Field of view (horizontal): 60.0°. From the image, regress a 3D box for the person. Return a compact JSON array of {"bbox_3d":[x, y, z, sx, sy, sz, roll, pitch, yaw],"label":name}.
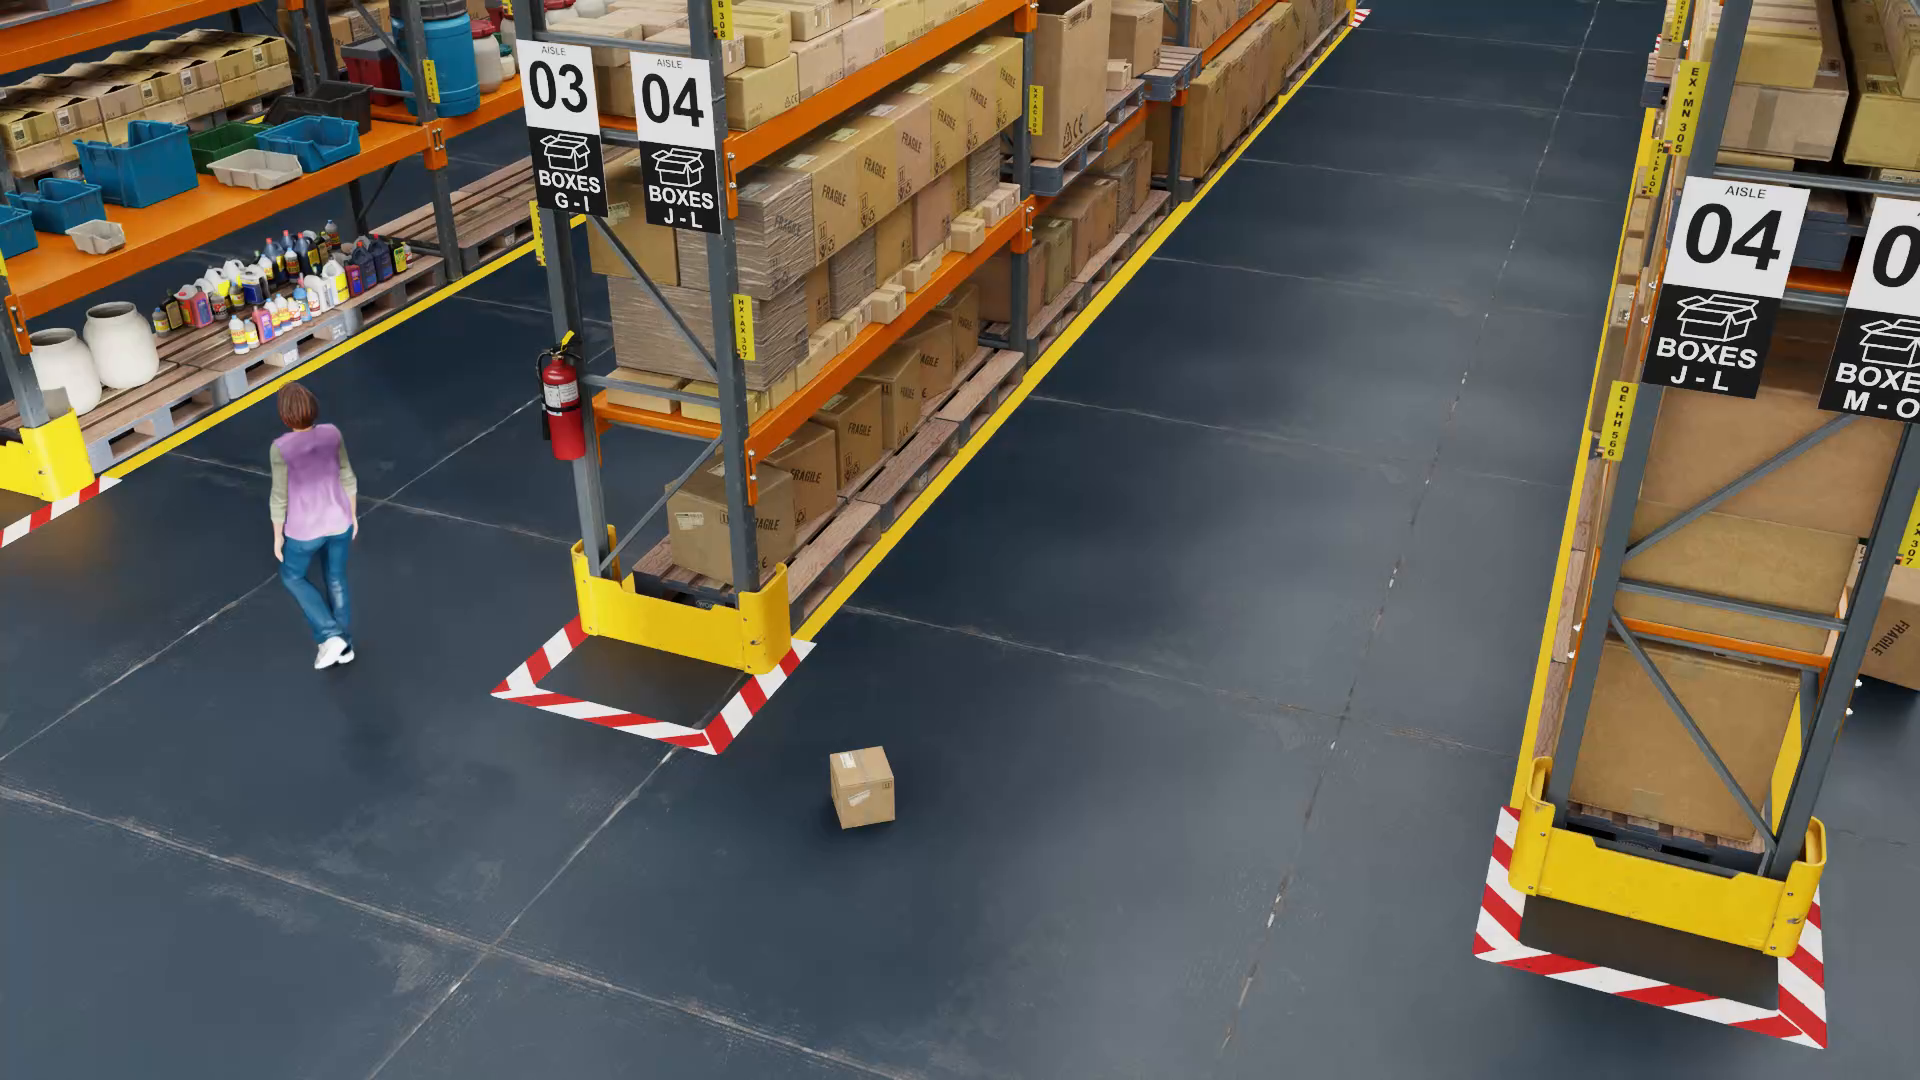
[{"bbox_3d":[-3.246,-0.052,8.436,0.464,1.588,0.457,-24,38,-35],"label":"person"}]
